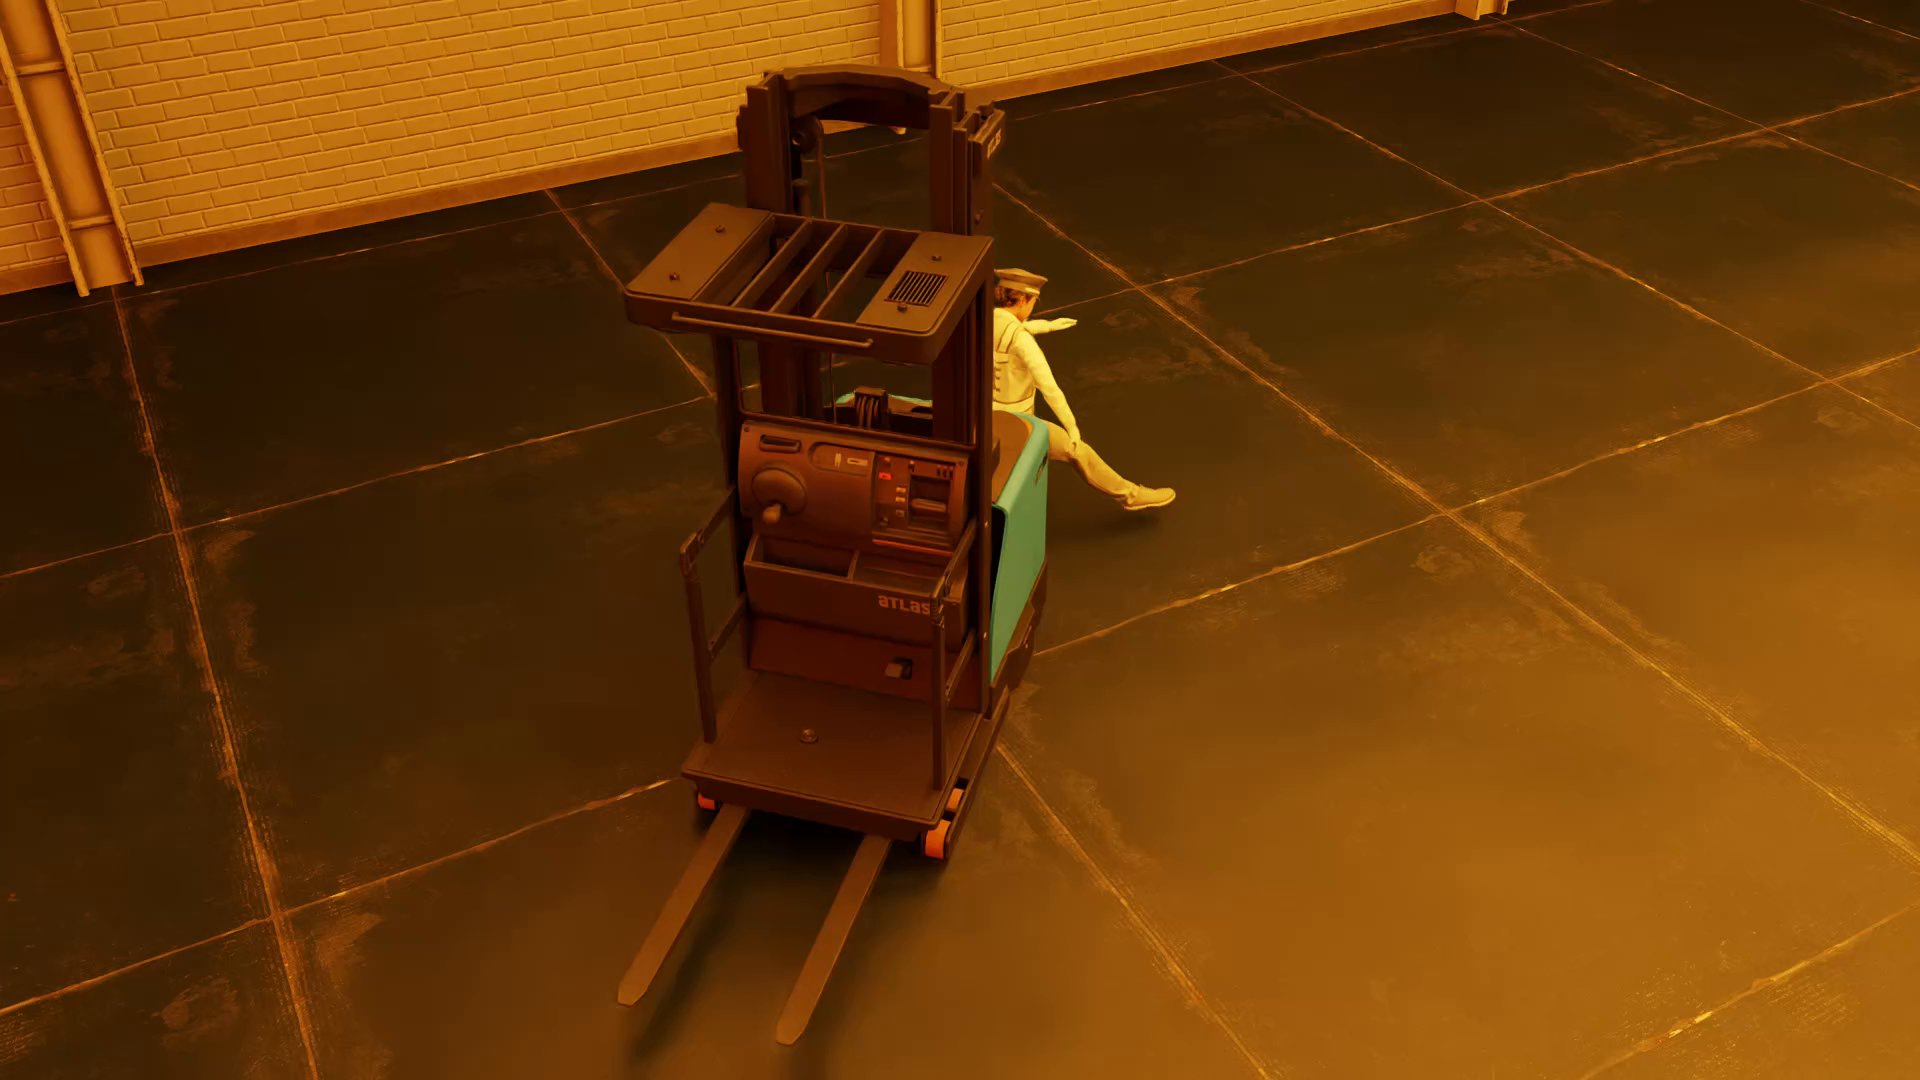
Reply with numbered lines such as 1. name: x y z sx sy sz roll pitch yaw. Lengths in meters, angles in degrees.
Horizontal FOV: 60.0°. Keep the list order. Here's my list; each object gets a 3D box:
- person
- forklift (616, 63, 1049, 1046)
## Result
1. person: 0.490 -0.765 8.537 1.030 1.438 0.918 -17 39 -23
2. forklift: -0.482 -0.147 6.331 1.130 2.935 3.031 10 36 13
